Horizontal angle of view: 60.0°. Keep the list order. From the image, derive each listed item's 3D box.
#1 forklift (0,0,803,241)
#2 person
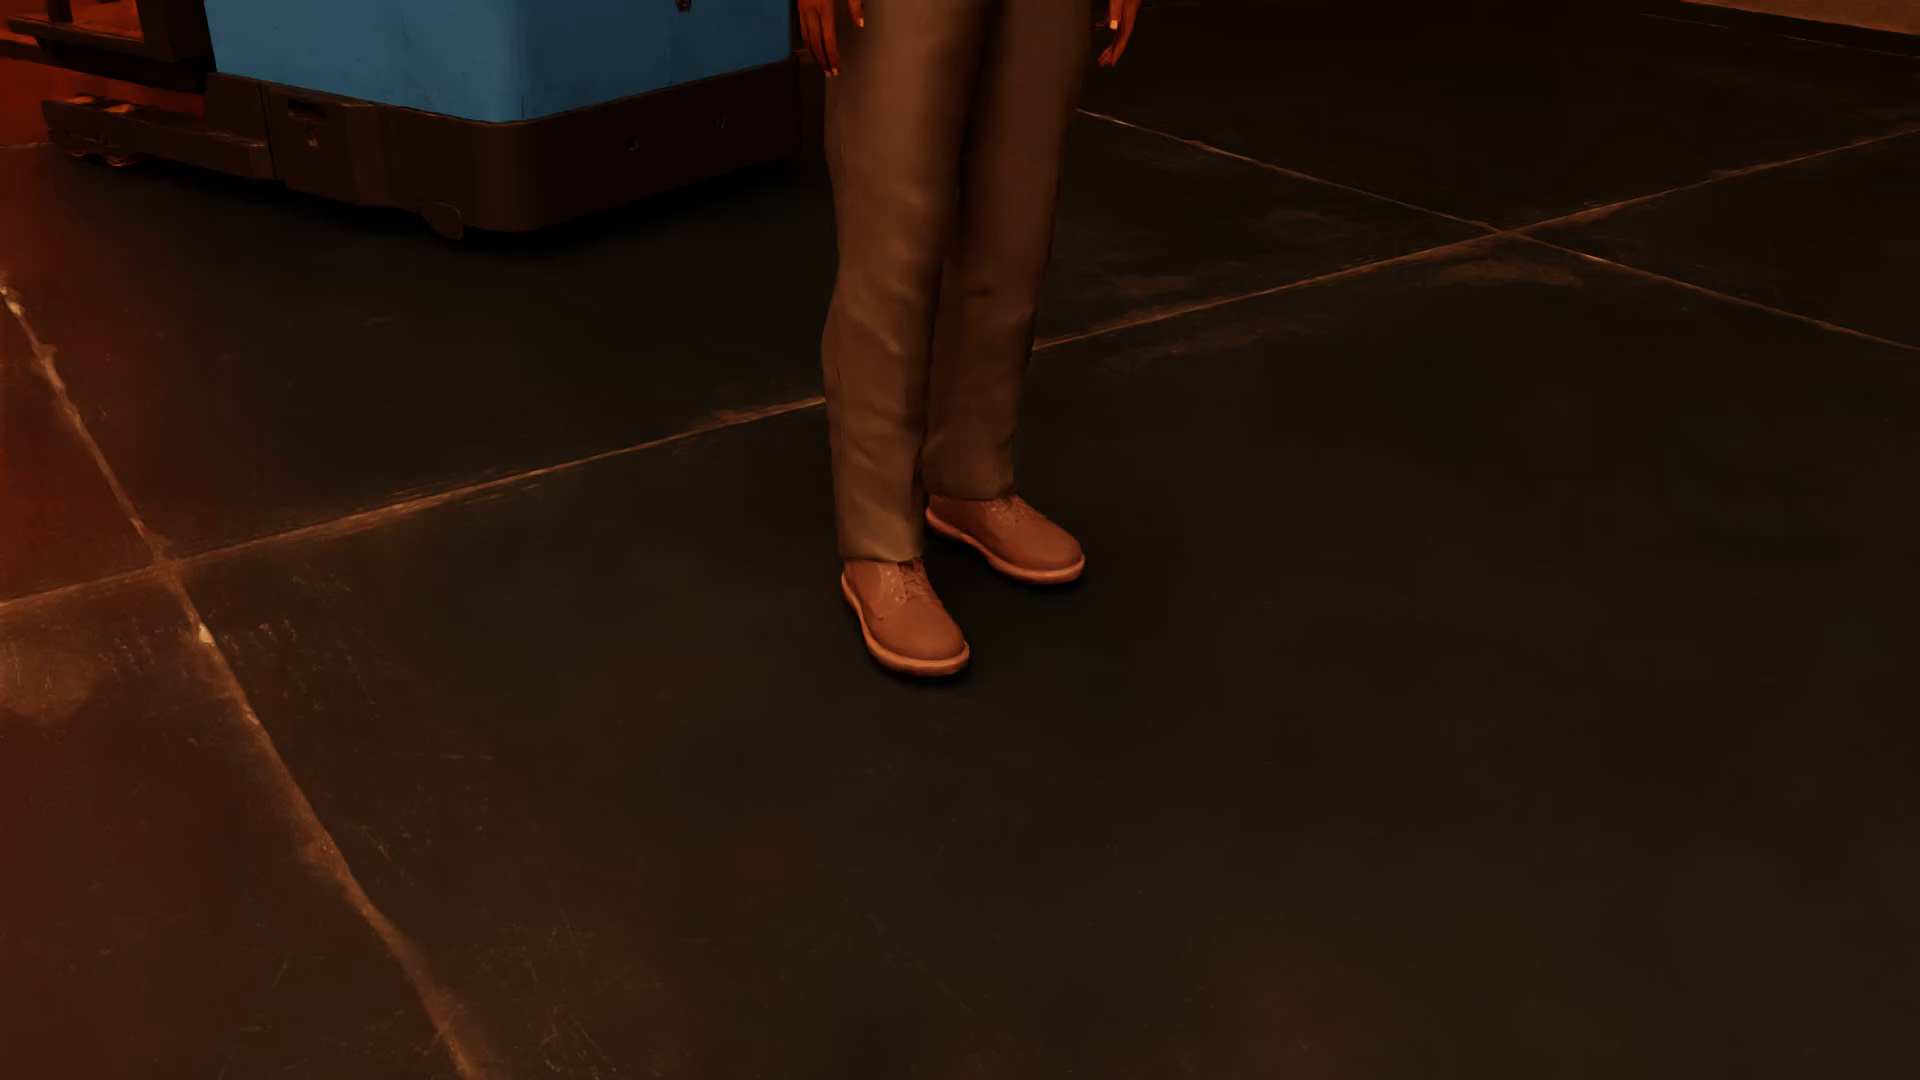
[{"bbox_3d":[-1.916,-2.496,4.206,3.031,2.935,1.130,17,32,31],"label":"forklift"},{"bbox_3d":[0.034,-0.709,2.052,0.570,1.654,0.503,-17,31,-31],"label":"person"}]
